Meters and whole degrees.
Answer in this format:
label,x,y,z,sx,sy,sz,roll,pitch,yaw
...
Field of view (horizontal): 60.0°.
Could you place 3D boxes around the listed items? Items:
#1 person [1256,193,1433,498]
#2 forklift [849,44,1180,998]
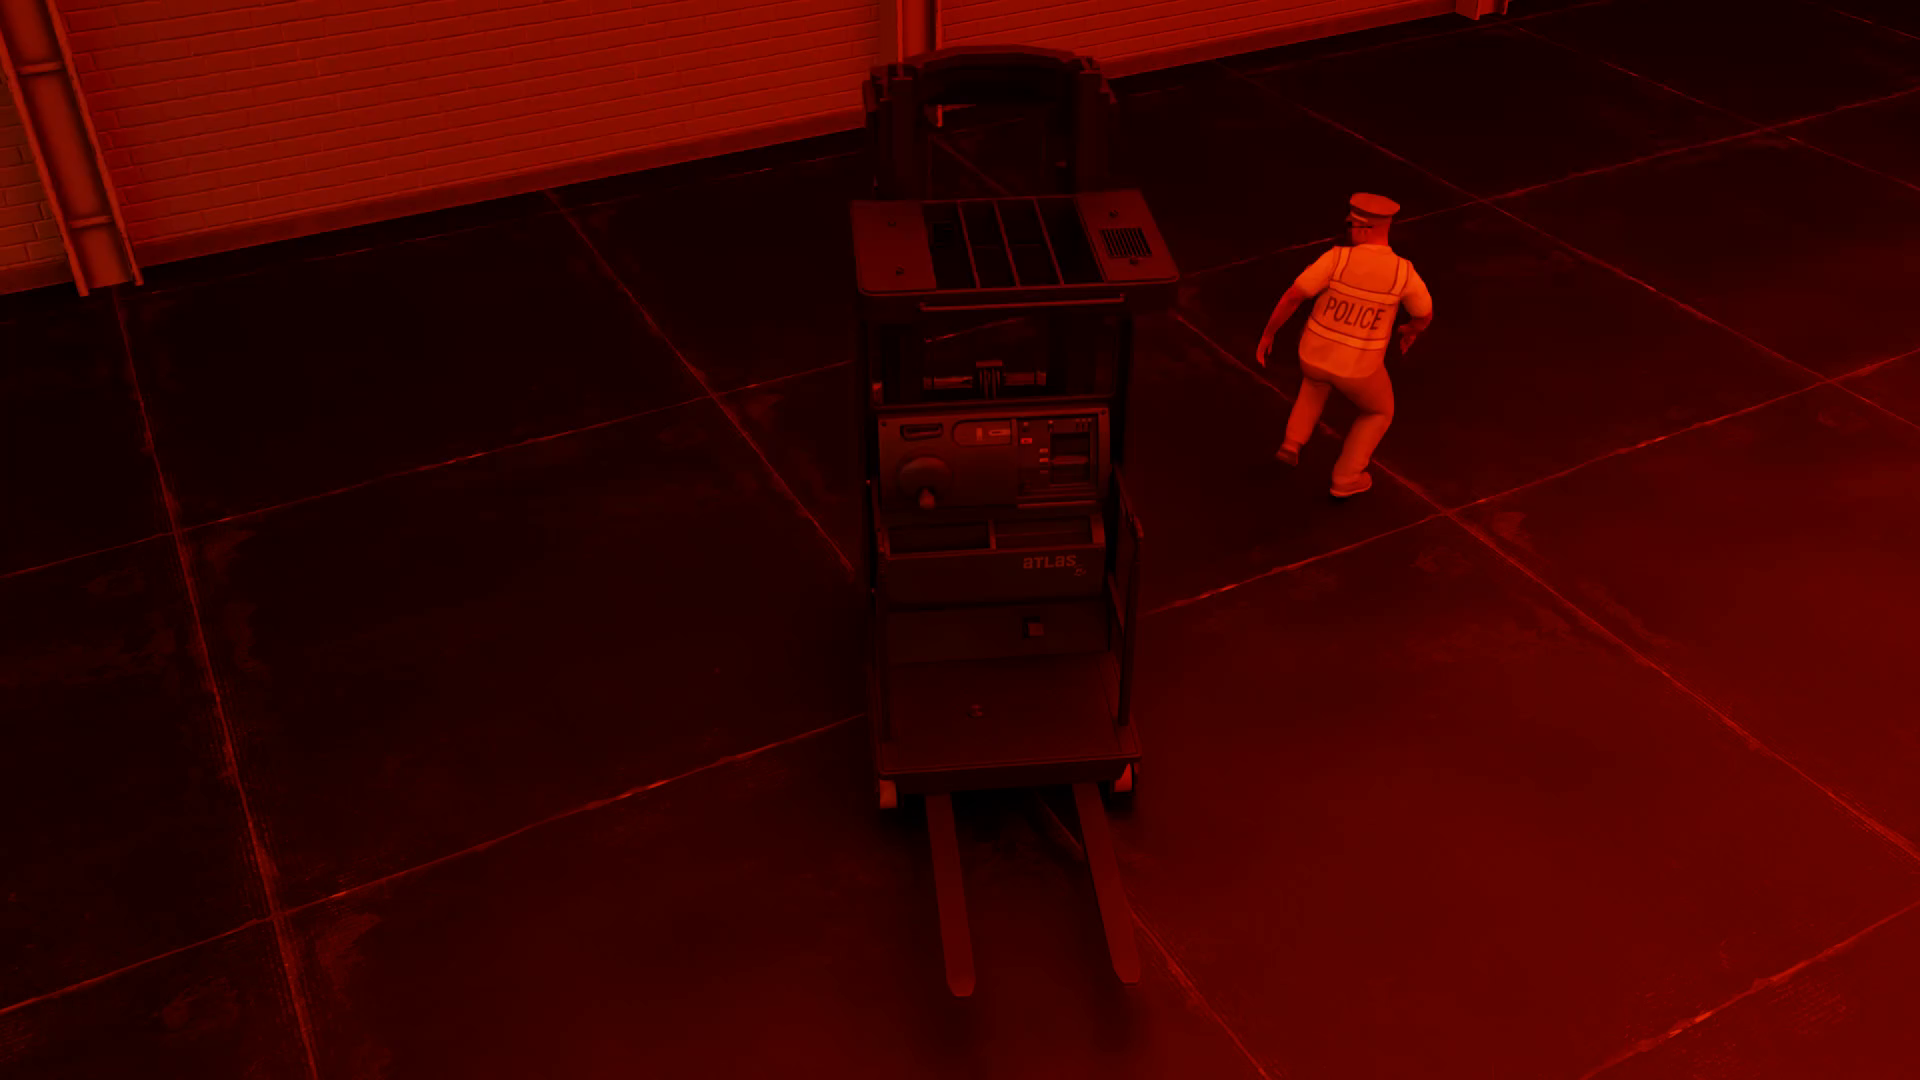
label,x,y,z,sx,sy,sz,roll,pitch,yaw
person,2.013,-0.999,8.657,0.774,1.672,0.673,18,39,24
forklift,0.162,-0.265,6.497,1.130,2.935,3.031,-3,35,-5
